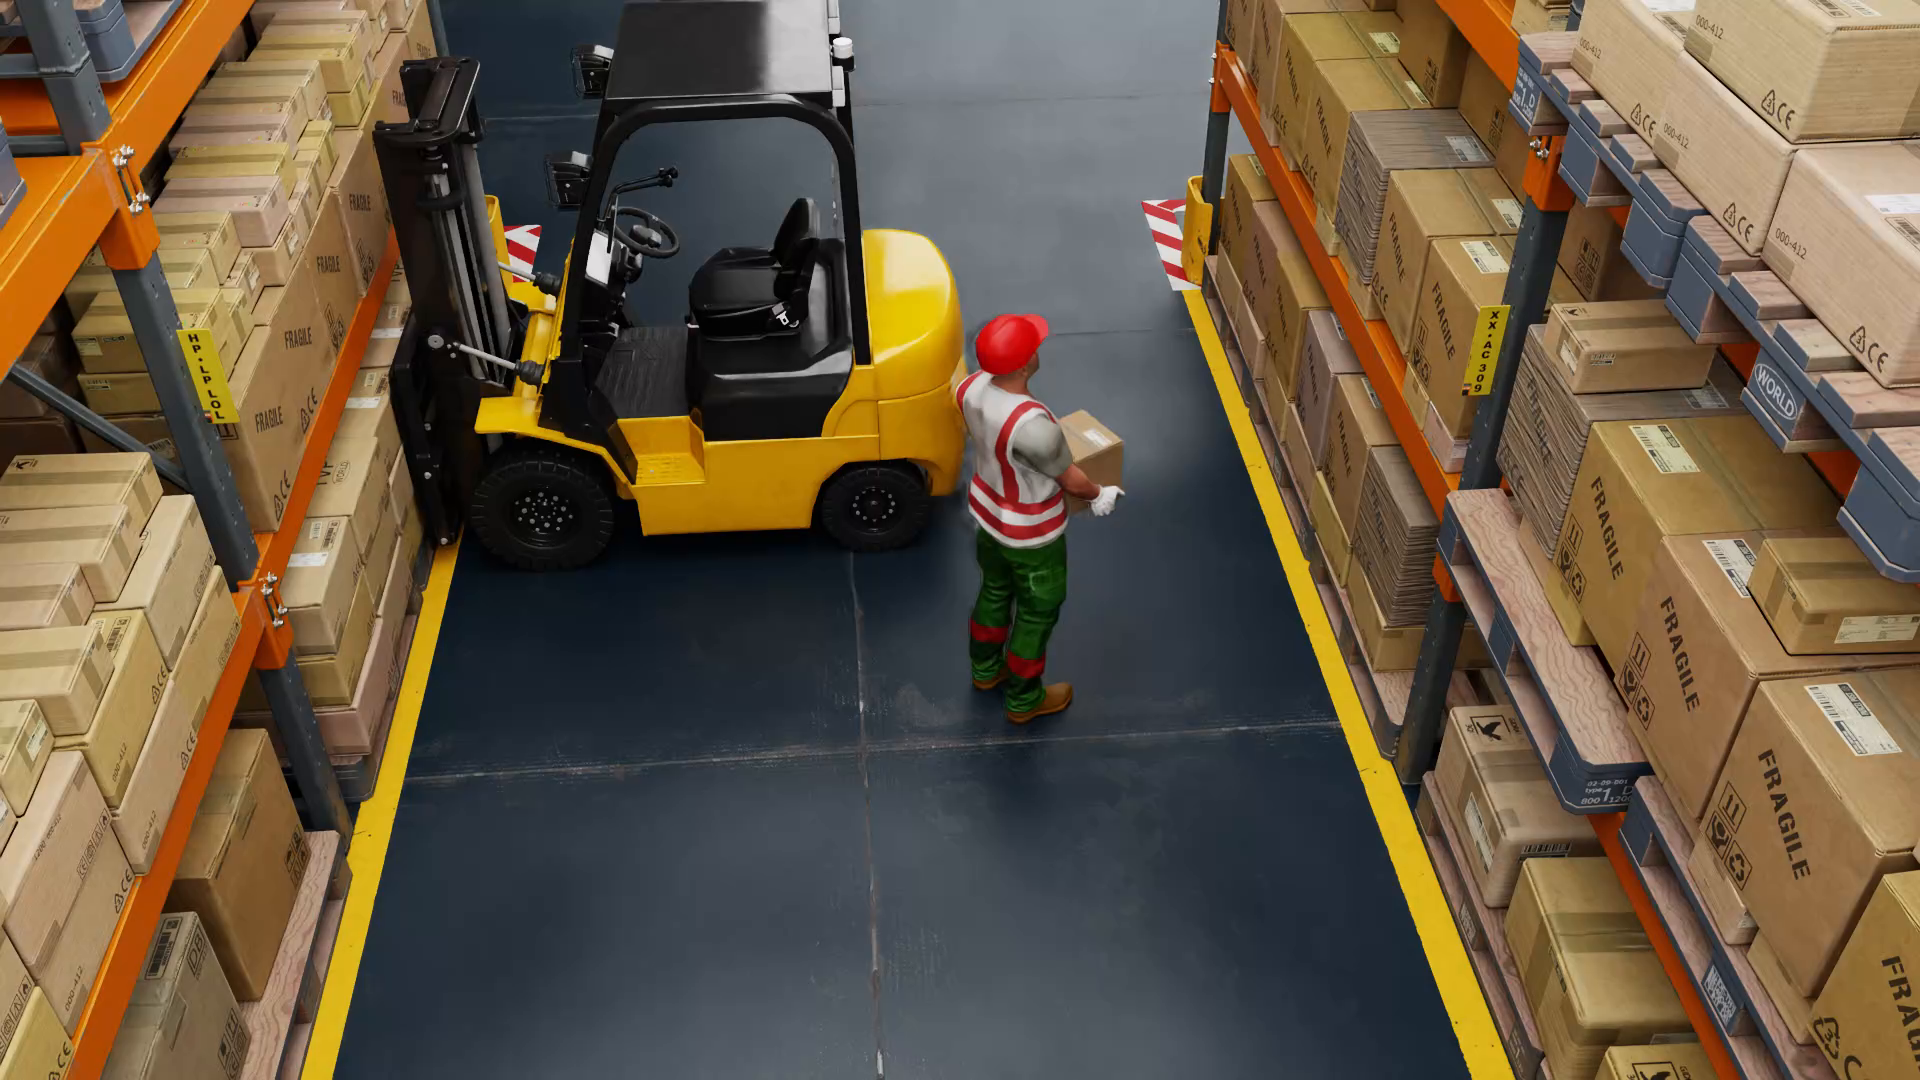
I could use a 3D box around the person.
[{"bbox_3d":[0.304,-0.112,6.275,0.558,1.788,0.502,-22,44,-25],"label":"person"}]
